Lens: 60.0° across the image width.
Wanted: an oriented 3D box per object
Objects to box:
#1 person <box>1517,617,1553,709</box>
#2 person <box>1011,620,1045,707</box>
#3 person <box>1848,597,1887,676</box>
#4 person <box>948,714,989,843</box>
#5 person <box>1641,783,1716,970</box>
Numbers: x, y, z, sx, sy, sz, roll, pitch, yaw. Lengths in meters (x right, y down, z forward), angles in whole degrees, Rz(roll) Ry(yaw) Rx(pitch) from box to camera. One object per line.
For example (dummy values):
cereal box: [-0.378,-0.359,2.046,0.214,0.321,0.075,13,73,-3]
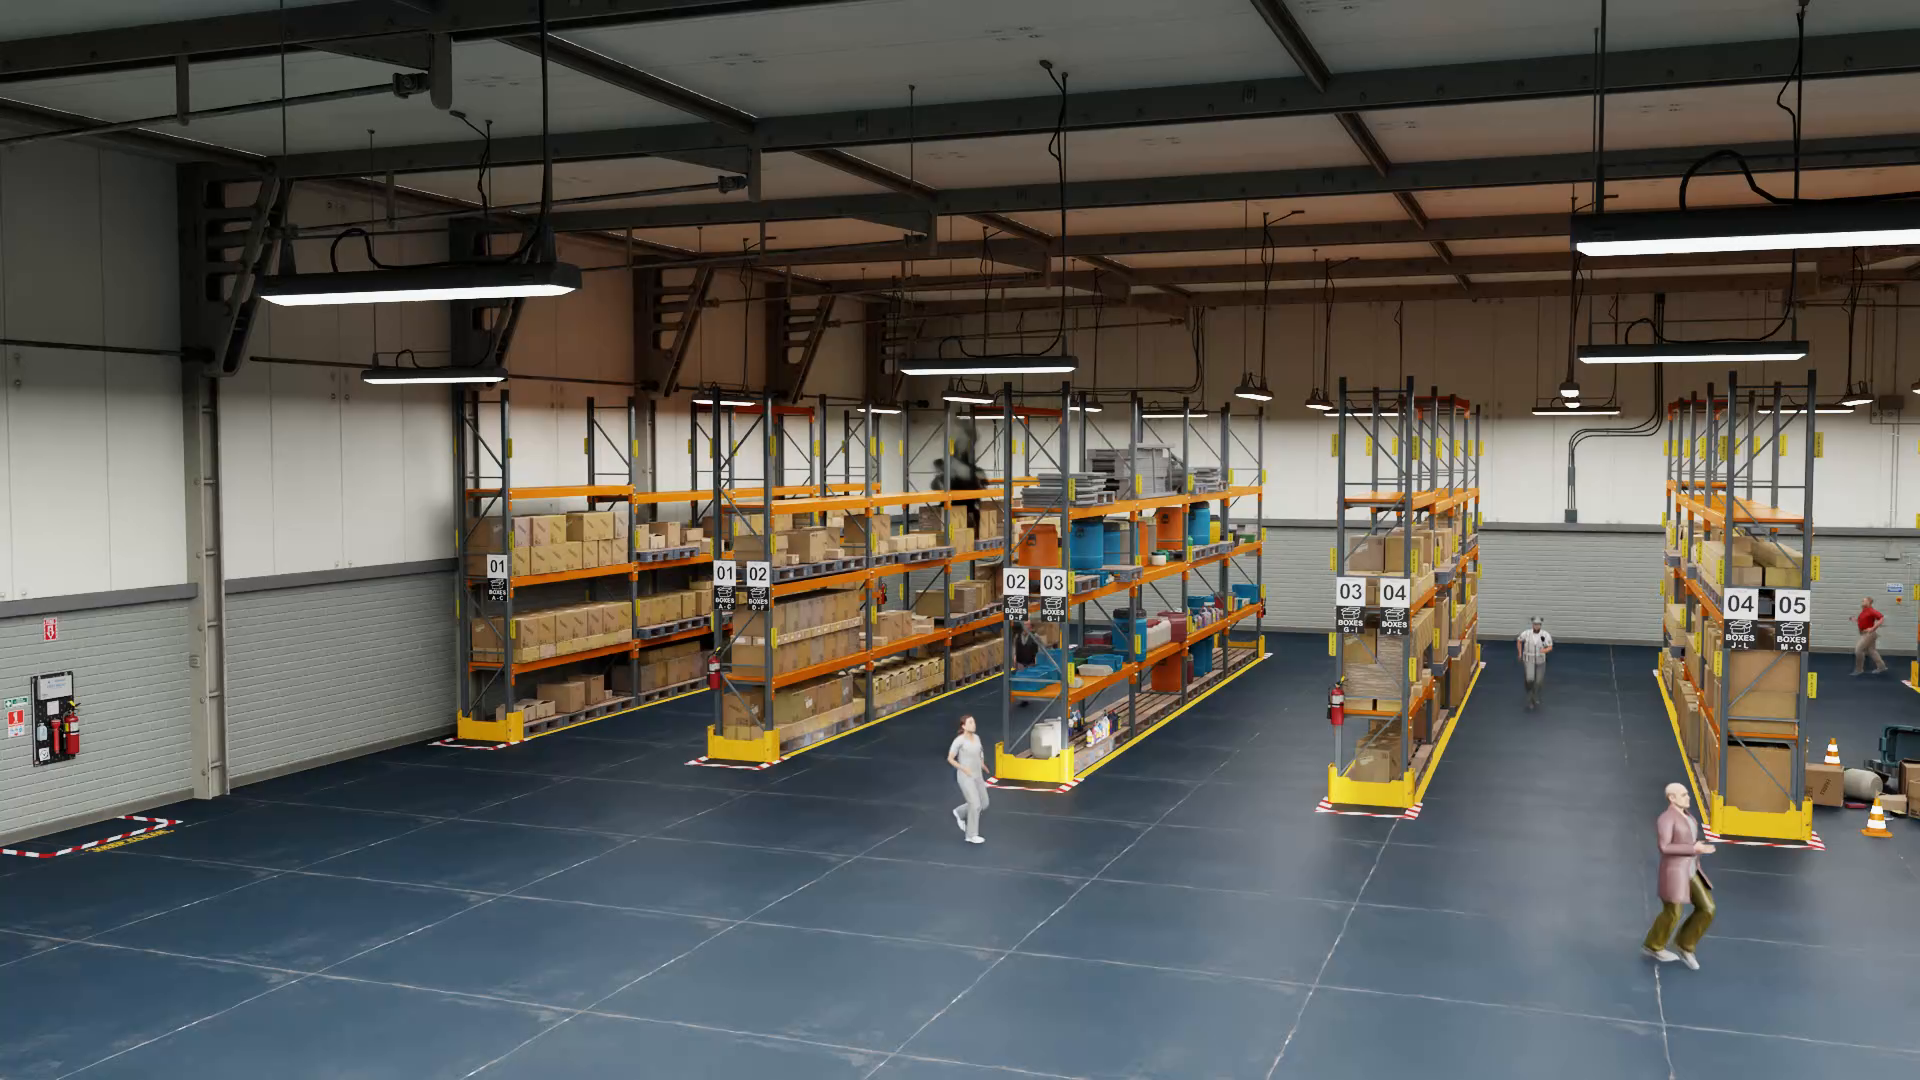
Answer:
person: [11.071,2.370,32.006,0.627,1.809,0.828,1,3,12]
person: [1.303,2.370,32.084,0.690,1.674,0.606,1,3,17]
person: [19.950,2.145,36.478,0.796,1.787,0.658,1,3,18]
person: [0.082,3.021,21.176,0.554,1.619,0.609,-3,4,-43]
person: [6.943,3.244,15.985,0.688,1.811,0.754,-2,4,-36]
